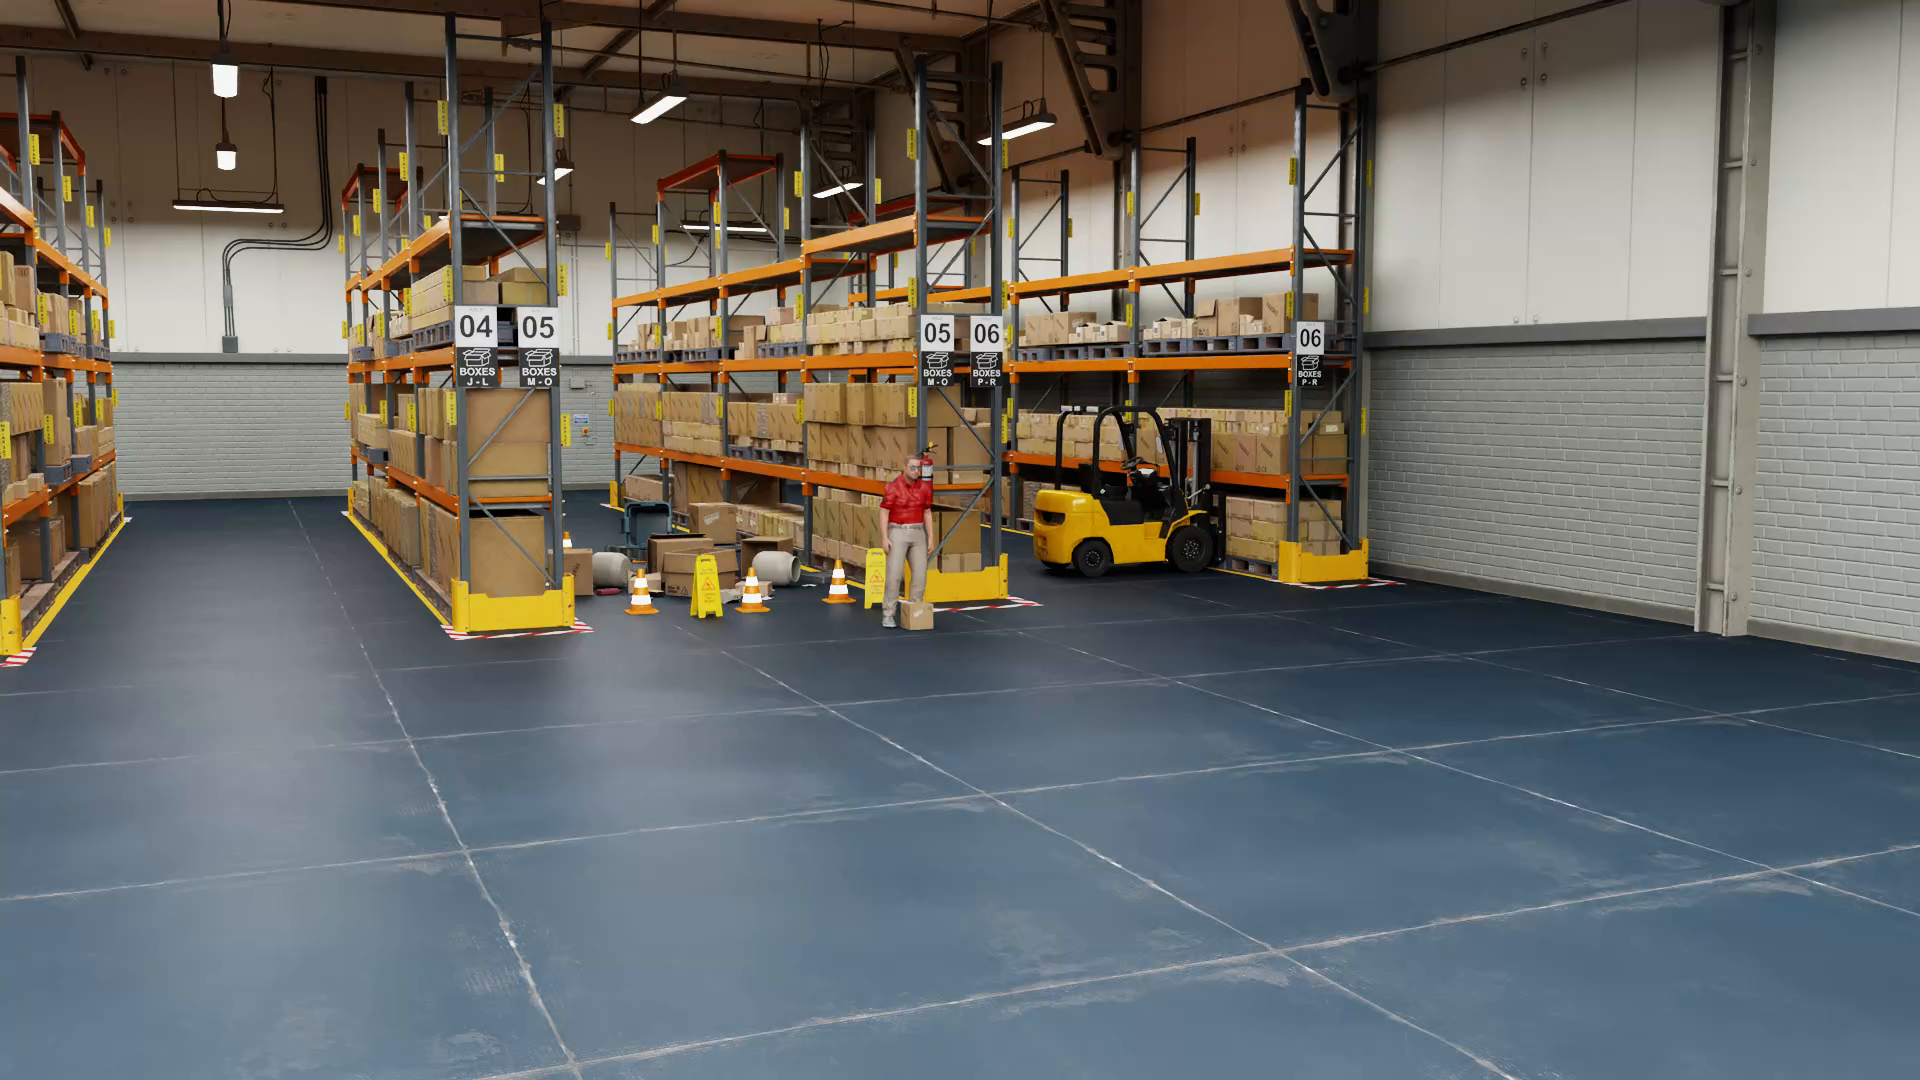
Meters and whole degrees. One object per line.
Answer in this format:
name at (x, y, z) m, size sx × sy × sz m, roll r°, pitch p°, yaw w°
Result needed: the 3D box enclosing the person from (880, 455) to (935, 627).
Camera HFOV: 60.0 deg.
person at (-0.535, 0.000, 16.831) m, size 0.606 × 1.727 × 0.391 m, roll -3°, pitch 6°, yaw -27°
